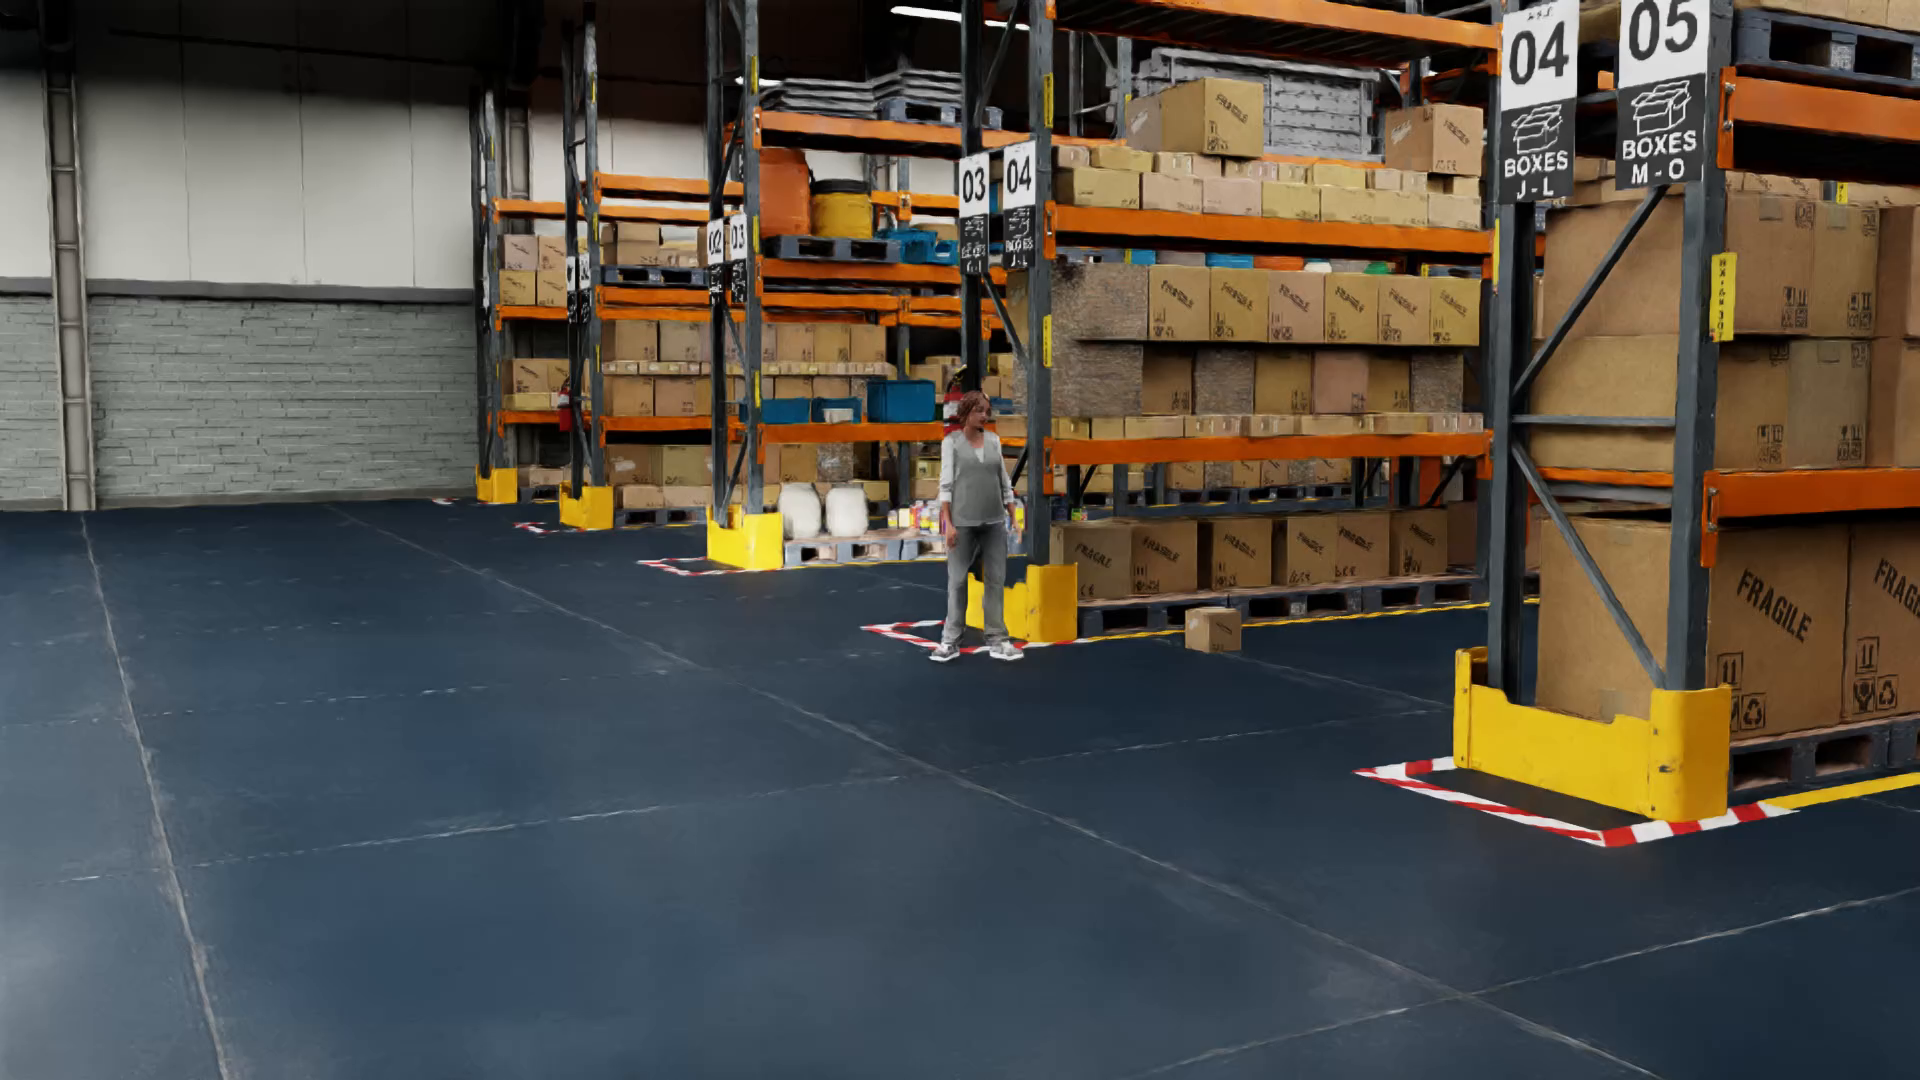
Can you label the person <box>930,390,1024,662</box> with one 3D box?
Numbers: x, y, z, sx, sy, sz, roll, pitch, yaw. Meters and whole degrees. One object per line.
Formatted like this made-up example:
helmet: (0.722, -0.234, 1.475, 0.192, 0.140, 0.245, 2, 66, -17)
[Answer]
person: (0.096, -0.080, 9.803, 0.558, 1.598, 0.368, -2, 6, -18)
